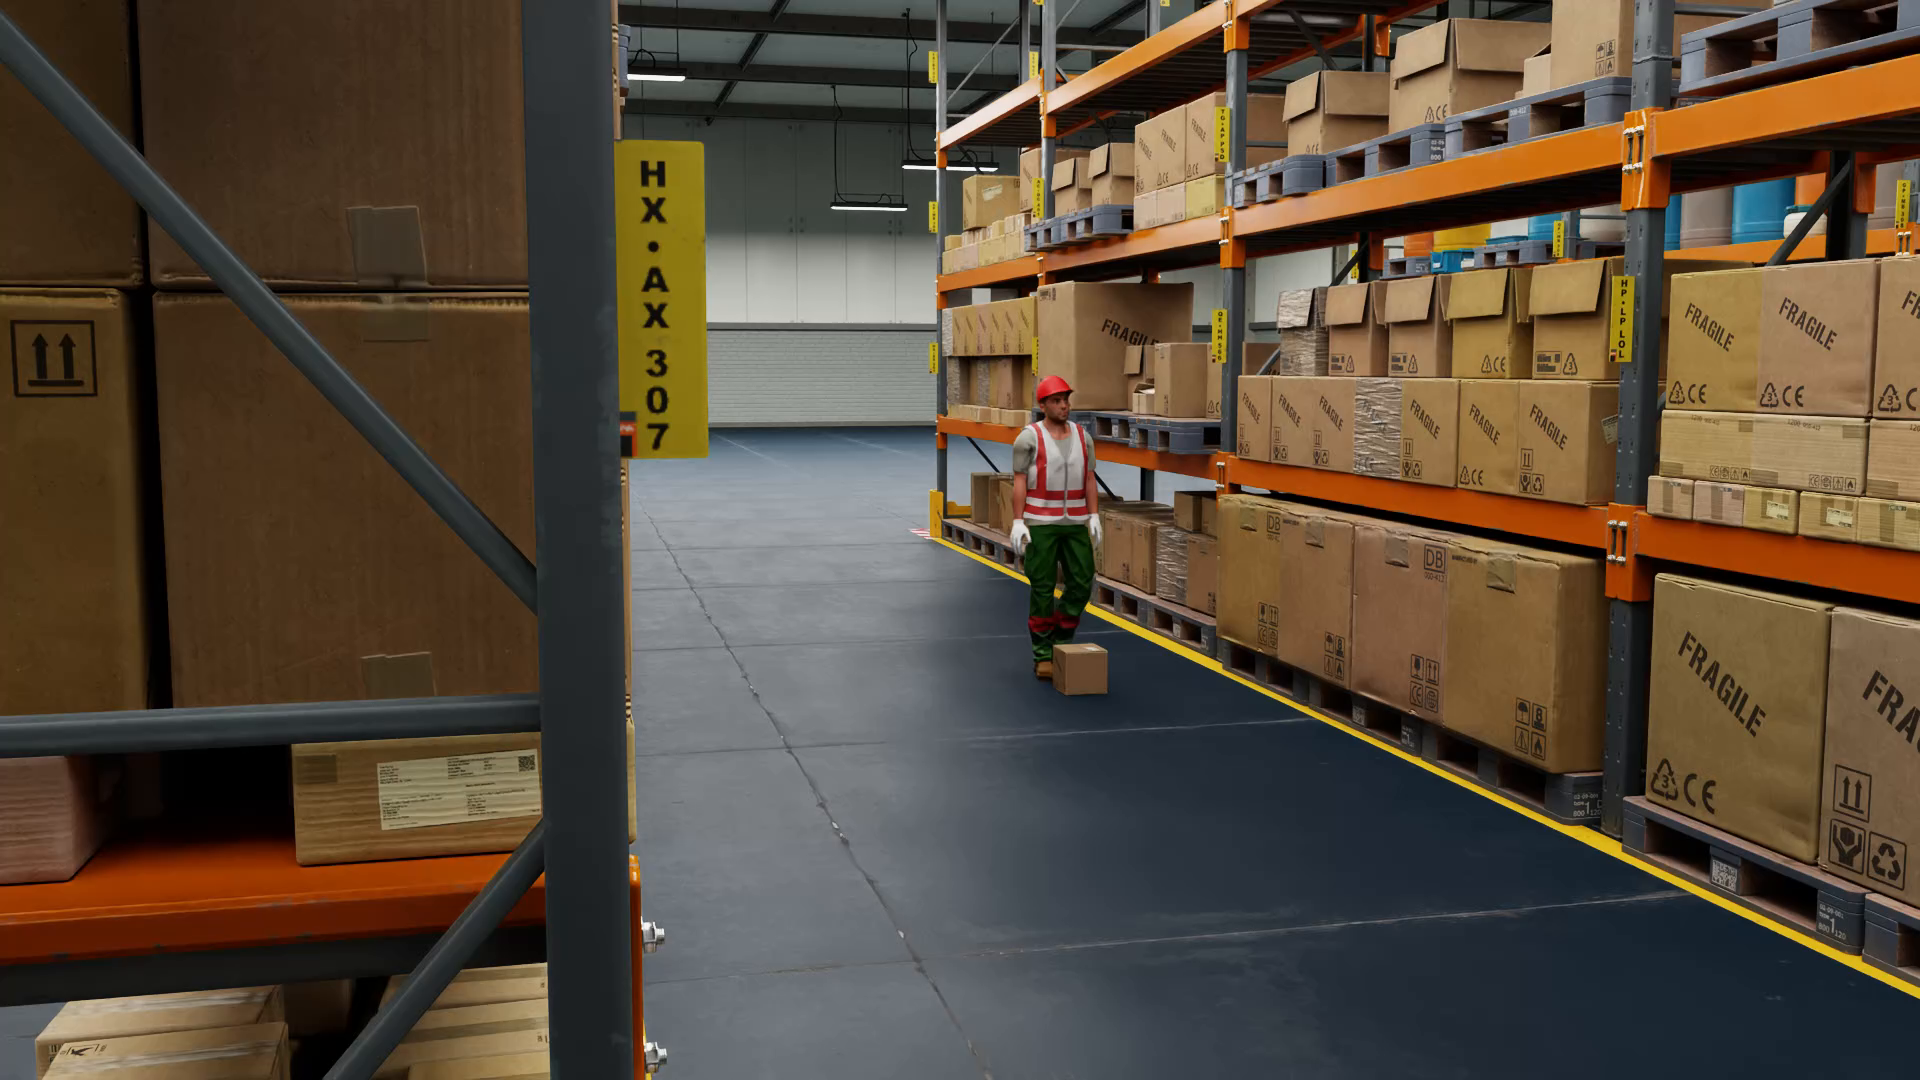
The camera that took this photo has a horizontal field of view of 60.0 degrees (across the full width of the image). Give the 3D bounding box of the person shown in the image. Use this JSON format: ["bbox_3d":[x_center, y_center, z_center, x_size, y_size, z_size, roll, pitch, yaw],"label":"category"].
[{"bbox_3d":[0.568,-0.087,9.958,0.572,1.791,0.386,-2,6,-21],"label":"person"}]
